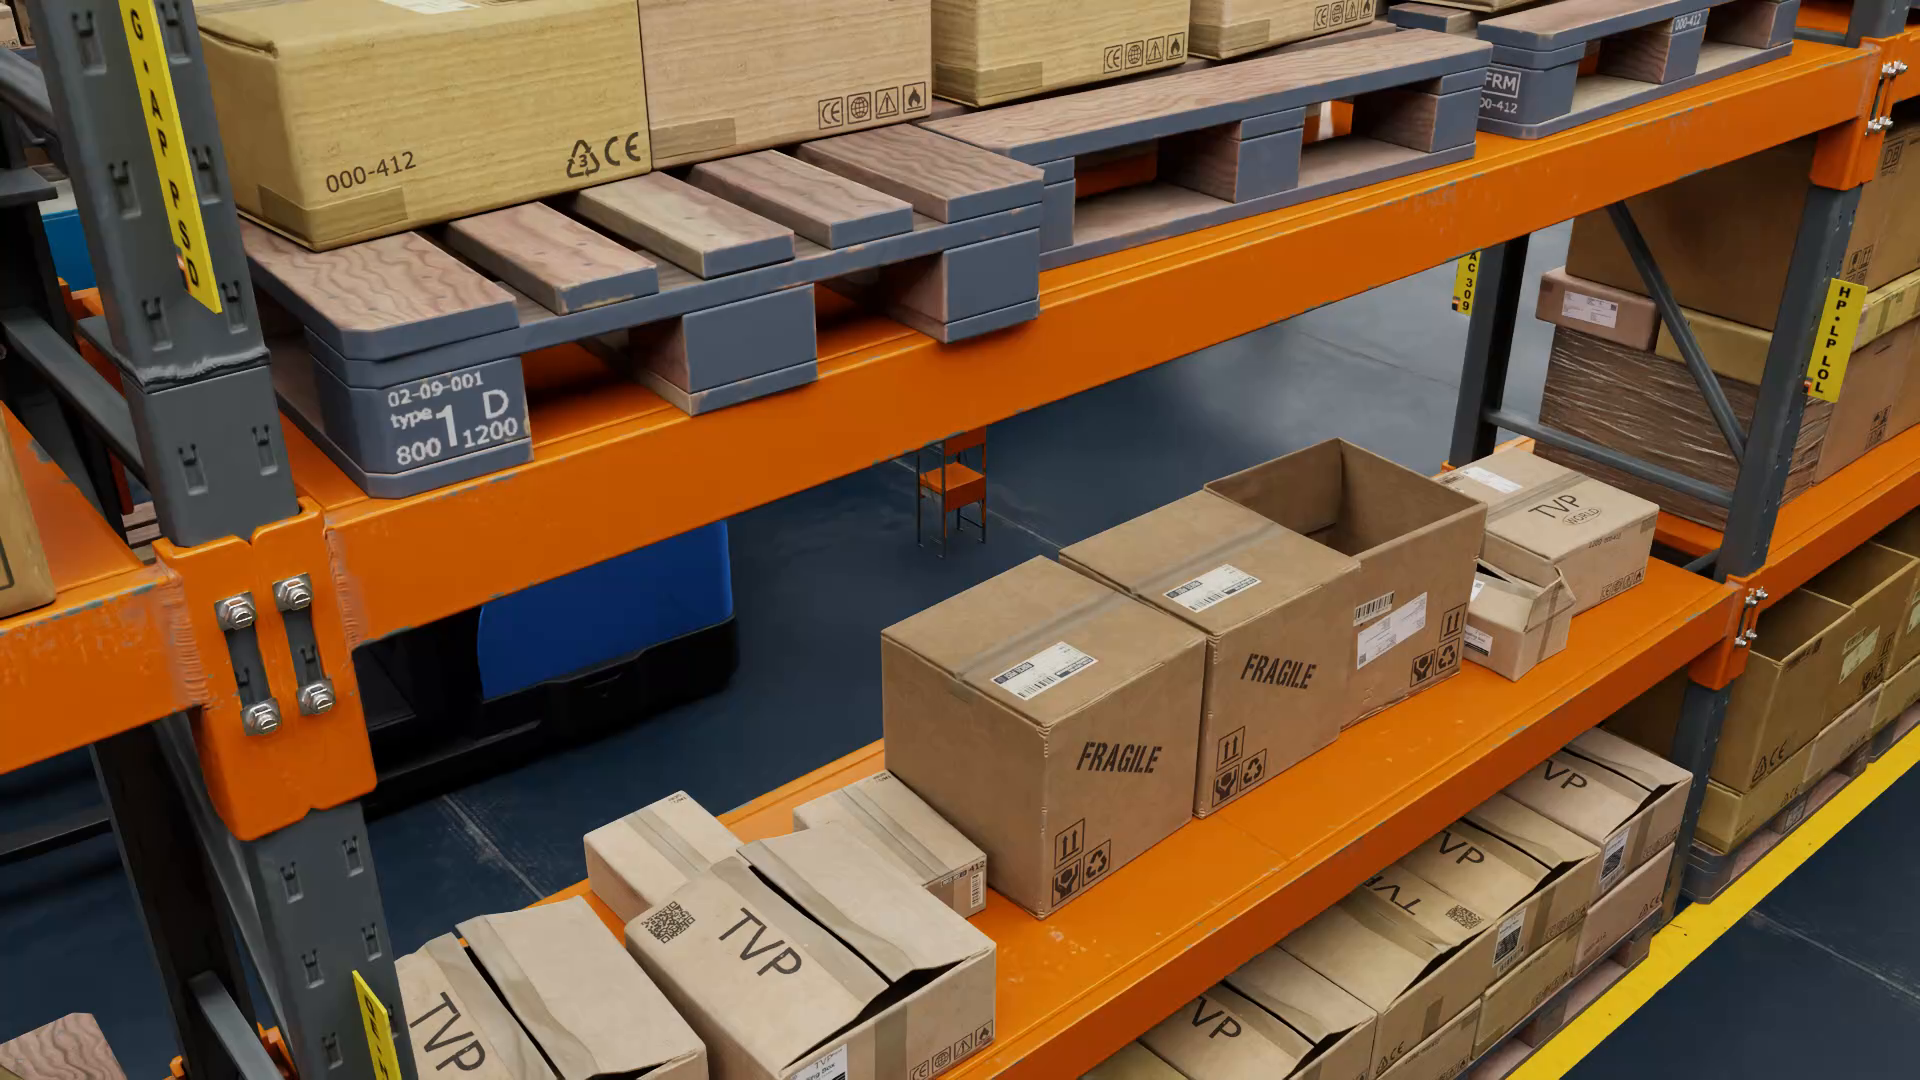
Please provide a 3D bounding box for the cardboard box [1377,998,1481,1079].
[{"bbox_3d":[1.054,1.325,4.559,0.500,0.250,0.500,-21,35,-34],"label":"cardboard box"}]

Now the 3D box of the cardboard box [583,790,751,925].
[{"bbox_3d":[-0.582,0.717,3.493,0.250,0.149,0.380,-22,35,-35],"label":"cardboard box"}]

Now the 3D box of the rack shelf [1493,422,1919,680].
[{"bbox_3d":[3.477,-0.538,6.338,4.000,0.370,1.077,-22,35,-35],"label":"rack shelf"}]

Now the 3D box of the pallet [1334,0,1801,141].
[{"bbox_3d":[1.293,-1.208,3.848,1.217,0.209,0.805,-24,36,-37],"label":"pallet"}]

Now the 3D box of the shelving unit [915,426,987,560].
[{"bbox_3d":[-0.041,-0.447,7.472,0.252,1.050,0.215,-22,35,-35],"label":"shelving unit"}]

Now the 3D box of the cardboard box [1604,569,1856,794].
[{"bbox_3d":[2.512,0.424,5.451,0.500,0.500,0.500,-22,35,-35],"label":"cardboard box"}]

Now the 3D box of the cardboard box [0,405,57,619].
[{"bbox_3d":[-1.397,-0.241,1.731,0.500,0.500,0.910,-22,35,-35],"label":"cardboard box"}]

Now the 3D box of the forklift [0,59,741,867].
[{"bbox_3d":[-2.380,-0.514,5.602,3.031,2.935,1.130,-18,33,-30],"label":"forklift"}]

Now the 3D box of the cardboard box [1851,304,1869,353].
[{"bbox_3d":[2.477,-0.663,5.014,0.250,0.149,0.380,-21,35,-34],"label":"cardboard box"}]

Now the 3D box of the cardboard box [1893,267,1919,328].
[{"bbox_3d":[2.871,-0.824,5.314,0.250,0.149,0.380,-22,35,-35],"label":"cardboard box"}]

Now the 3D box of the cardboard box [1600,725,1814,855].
[{"bbox_3d":[2.505,0.751,5.634,0.500,0.250,0.500,-22,35,-35],"label":"cardboard box"}]

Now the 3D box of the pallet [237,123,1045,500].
[{"bbox_3d":[-0.629,-0.499,2.520,1.003,0.211,1.213,-20,34,-33],"label":"pallet"}]

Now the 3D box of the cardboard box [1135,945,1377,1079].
[{"bbox_3d":[0.676,1.229,4.145,0.500,0.311,0.500,-22,35,-36],"label":"cardboard box"}]

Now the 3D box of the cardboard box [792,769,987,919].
[{"bbox_3d":[-0.153,0.681,3.561,0.250,0.149,0.380,-19,34,-31],"label":"cardboard box"}]

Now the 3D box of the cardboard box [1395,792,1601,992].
[{"bbox_3d":[1.442,0.925,4.714,0.500,0.311,0.500,-21,34,-34],"label":"cardboard box"}]

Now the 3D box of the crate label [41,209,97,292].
[{"bbox_3d":[-3.368,-1.020,6.438,0.616,0.435,0.502,-22,35,-35],"label":"crate label"}]

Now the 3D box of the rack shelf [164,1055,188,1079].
[{"bbox_3d":[-2.609,1.909,1.758,4.000,0.370,1.077,-22,35,-35],"label":"rack shelf"}]

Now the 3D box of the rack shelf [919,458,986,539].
[{"bbox_3d":[-0.041,-0.192,7.608,0.240,0.259,0.215,-22,35,-35],"label":"rack shelf"}]

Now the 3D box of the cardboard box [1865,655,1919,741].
[{"bbox_3d":[3.273,0.449,6.200,0.500,0.250,0.500,-22,35,-35],"label":"cardboard box"}]

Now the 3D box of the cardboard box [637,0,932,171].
[{"bbox_3d":[-0.391,-0.788,2.573,0.500,0.250,0.500,-21,34,-34],"label":"cardboard box"}]

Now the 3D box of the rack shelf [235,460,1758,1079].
[{"bbox_3d":[0.434,0.686,4.048,4.000,0.370,1.077,-22,35,-35],"label":"rack shelf"}]

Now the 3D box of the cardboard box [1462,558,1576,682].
[{"bbox_3d":[1.406,0.151,4.428,0.258,0.266,0.396,-23,36,-36],"label":"cardboard box"}]

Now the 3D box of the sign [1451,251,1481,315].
[{"bbox_3d":[1.594,-0.859,5.172,0.005,0.325,0.100,-22,35,-35],"label":"sign"}]

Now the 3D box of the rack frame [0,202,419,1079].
[{"bbox_3d":[-1.087,0.980,2.734,0.127,3.000,1.000,-22,35,-35],"label":"rack frame"}]

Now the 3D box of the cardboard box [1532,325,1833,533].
[{"bbox_3d":[2.289,-0.426,5.258,0.500,0.500,0.700,-23,36,-36],"label":"cardboard box"}]

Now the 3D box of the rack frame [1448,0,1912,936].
[{"bbox_3d":[1.956,-0.244,5.023,0.127,3.000,1.000,-22,35,-35],"label":"rack frame"}]

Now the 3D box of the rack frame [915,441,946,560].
[{"bbox_3d":[-0.134,-0.409,7.402,0.008,1.050,0.200,-22,35,-35],"label":"rack frame"}]

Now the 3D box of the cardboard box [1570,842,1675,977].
[{"bbox_3d":[1.829,1.015,5.141,0.500,0.250,0.500,-22,35,-35],"label":"cardboard box"}]

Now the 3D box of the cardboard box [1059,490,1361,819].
[{"bbox_3d":[0.579,0.256,3.983,0.500,0.500,0.500,-22,35,-35],"label":"cardboard box"}]

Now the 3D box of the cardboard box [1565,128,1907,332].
[{"bbox_3d":[2.289,-0.998,4.952,0.500,0.500,0.700,-22,35,-35],"label":"cardboard box"}]

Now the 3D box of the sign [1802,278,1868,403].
[{"bbox_3d":[2.315,-0.528,4.411,0.005,0.325,0.100,-22,35,-35],"label":"sign"}]

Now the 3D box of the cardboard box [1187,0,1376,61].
[{"bbox_3d":[0.462,-1.123,3.199,0.500,0.250,0.500,25,37,38],"label":"cardboard box"}]

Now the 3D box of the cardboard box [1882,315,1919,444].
[{"bbox_3d":[3.071,-0.741,5.849,0.500,0.500,0.700,-21,35,-34],"label":"cardboard box"}]

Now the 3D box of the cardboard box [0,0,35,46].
[{"bbox_3d":[-5.730,-3.464,10.494,0.637,0.503,0.797,-18,33,-30],"label":"cardboard box"}]

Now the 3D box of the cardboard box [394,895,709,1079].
[{"bbox_3d":[-0.782,0.924,2.933,0.500,0.311,0.500,-19,34,-32],"label":"cardboard box"}]

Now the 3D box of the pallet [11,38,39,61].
[{"bbox_3d":[-6.035,-3.109,10.588,1.213,0.211,1.003,-22,35,-35],"label":"pallet"}]

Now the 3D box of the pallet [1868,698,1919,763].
[{"bbox_3d":[3.517,0.383,6.810,1.213,0.211,1.003,-22,35,-35],"label":"pallet"}]

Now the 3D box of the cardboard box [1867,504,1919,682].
[{"bbox_3d":[3.273,0.118,6.024,0.500,0.500,0.500,-22,35,-35],"label":"cardboard box"}]
